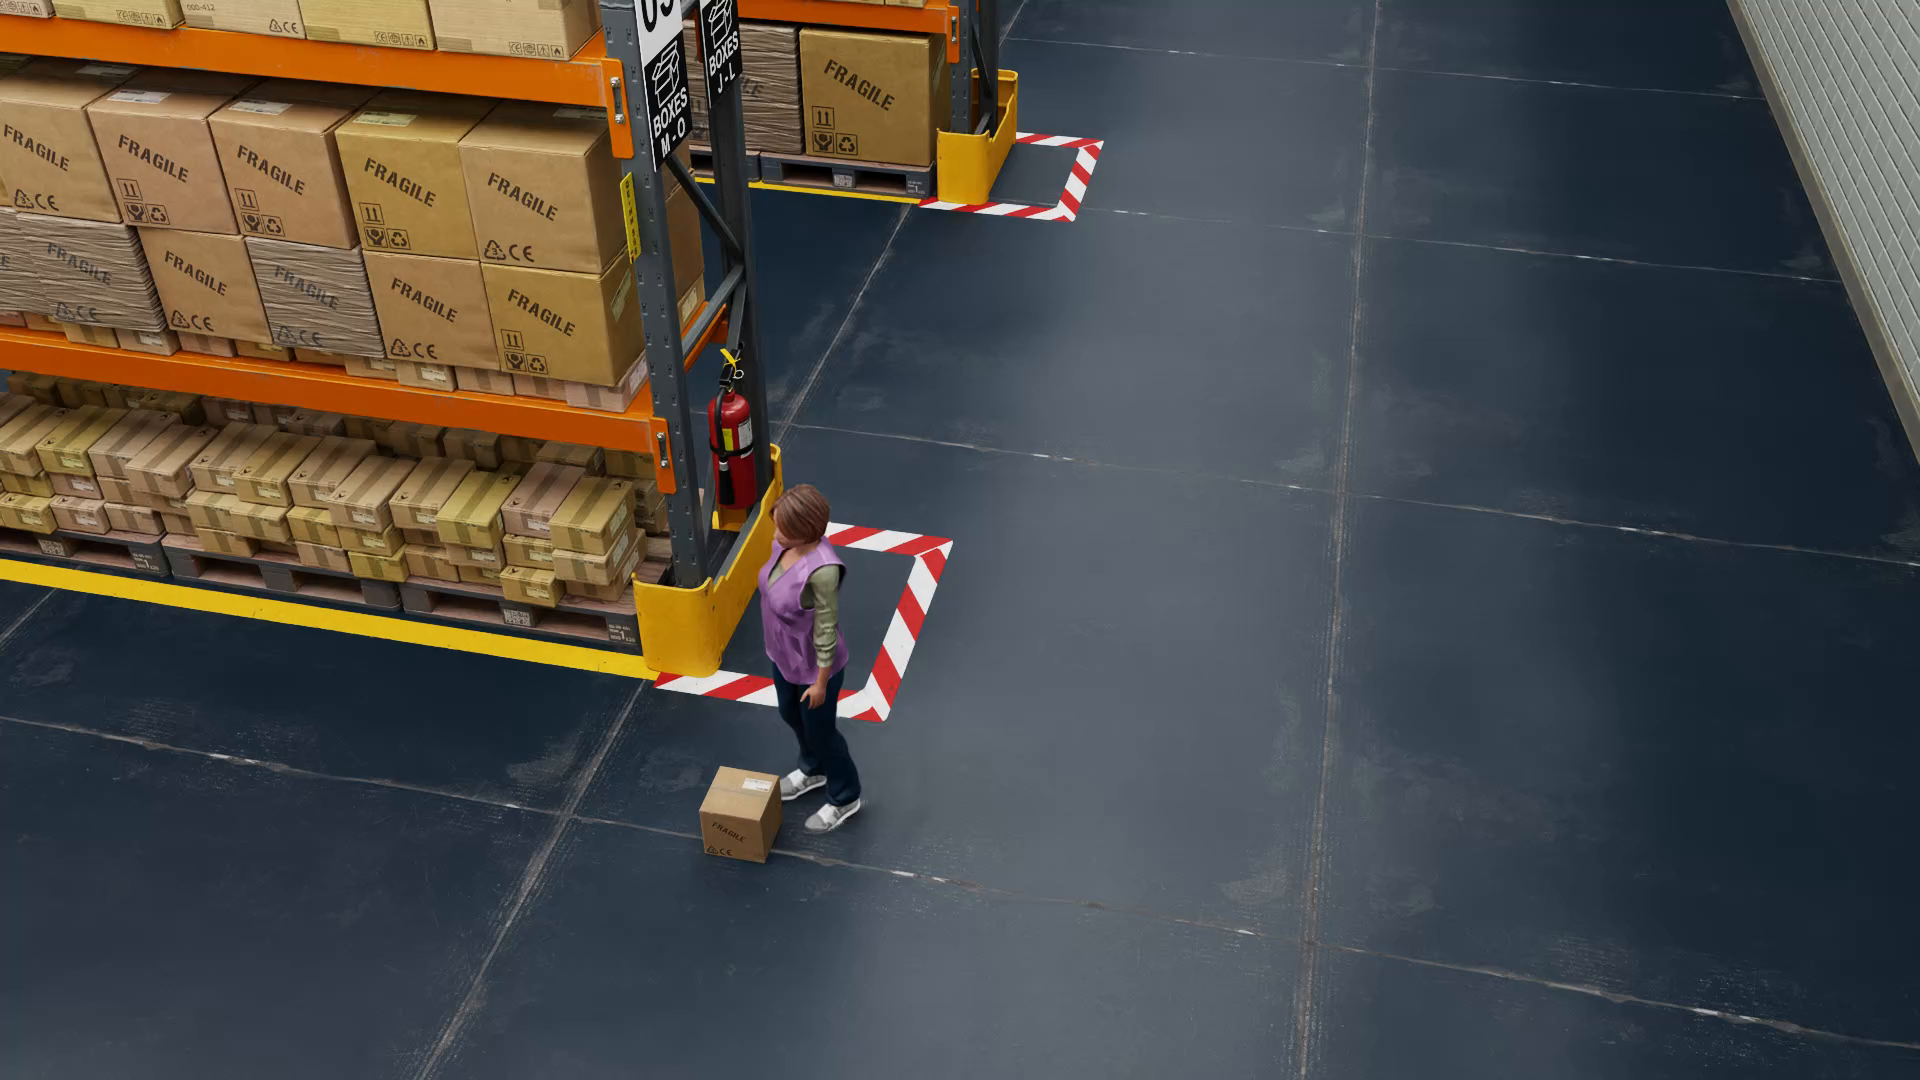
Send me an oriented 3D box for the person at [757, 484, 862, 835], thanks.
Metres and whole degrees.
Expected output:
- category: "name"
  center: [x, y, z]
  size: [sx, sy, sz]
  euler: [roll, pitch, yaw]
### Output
- category: "person"
  center: [-0.576, 0.471, 6.376]
  size: [0.316, 1.600, 0.406]
  euler: [-19, 41, -23]
